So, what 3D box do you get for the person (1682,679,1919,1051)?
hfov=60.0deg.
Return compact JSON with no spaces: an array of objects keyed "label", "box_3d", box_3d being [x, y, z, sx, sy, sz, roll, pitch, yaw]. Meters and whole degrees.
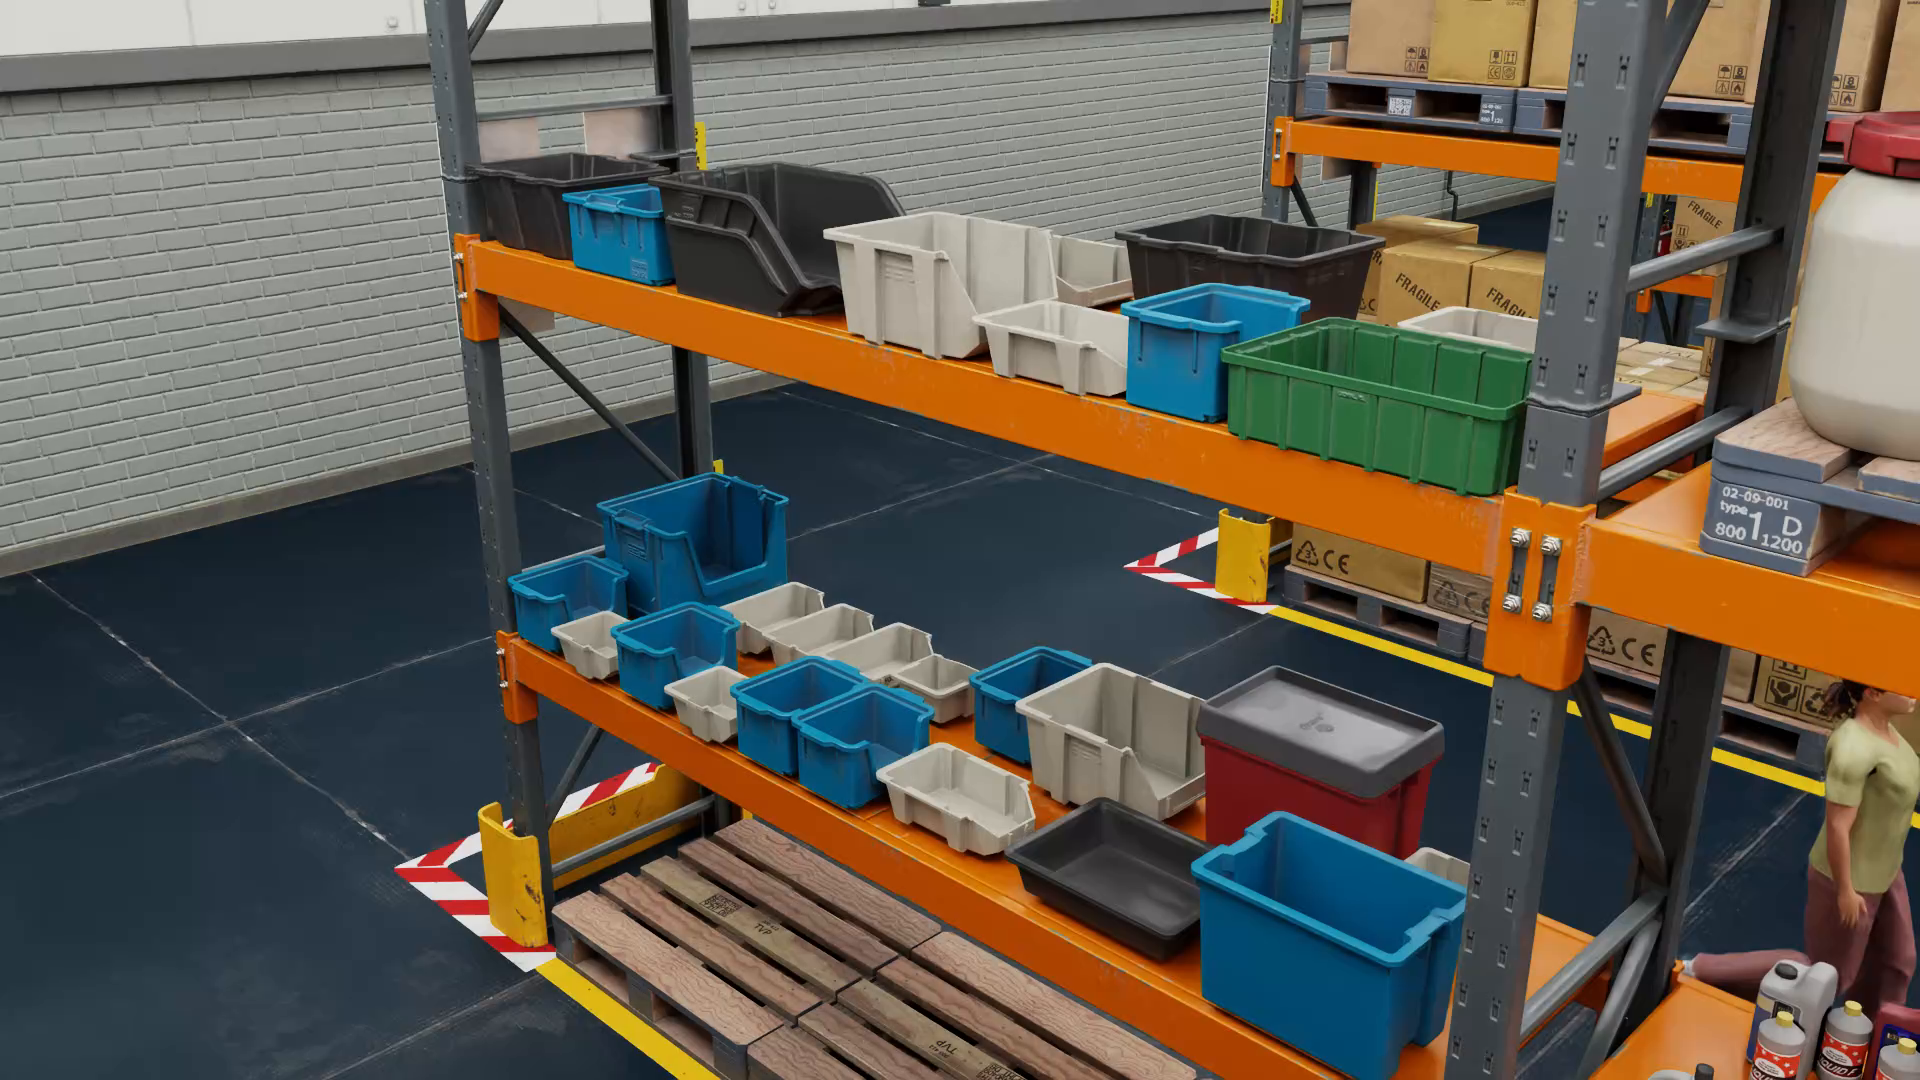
[{"label":"person","box_3d":[2.970,1.104,5.639,0.830,1.641,0.447,16,26,36]}]
